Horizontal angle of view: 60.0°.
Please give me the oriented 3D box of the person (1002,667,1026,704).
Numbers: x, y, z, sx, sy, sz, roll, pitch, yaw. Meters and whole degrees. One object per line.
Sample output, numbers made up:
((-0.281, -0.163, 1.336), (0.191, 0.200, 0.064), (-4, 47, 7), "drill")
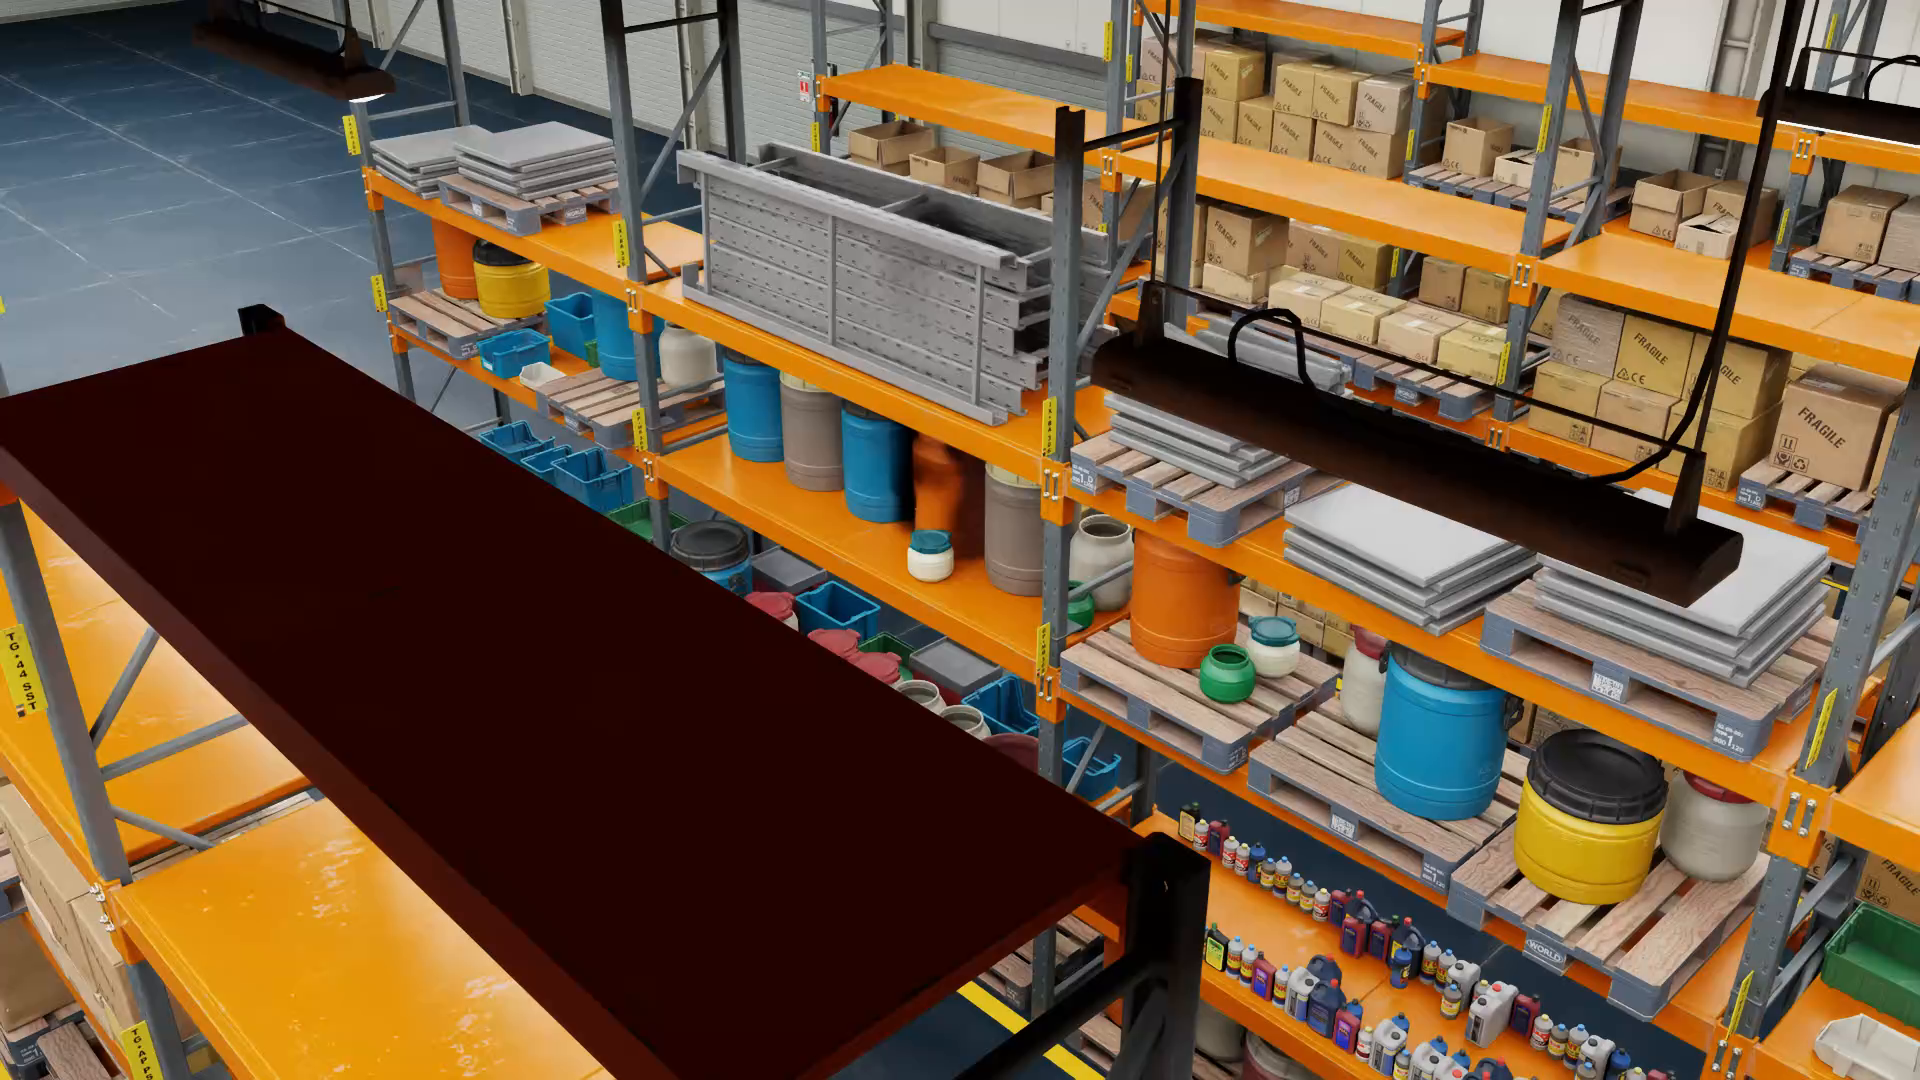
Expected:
((0.273, 1.107, 13.223), (0.609, 1.512, 0.931), (-17, 33, -29), "person")
